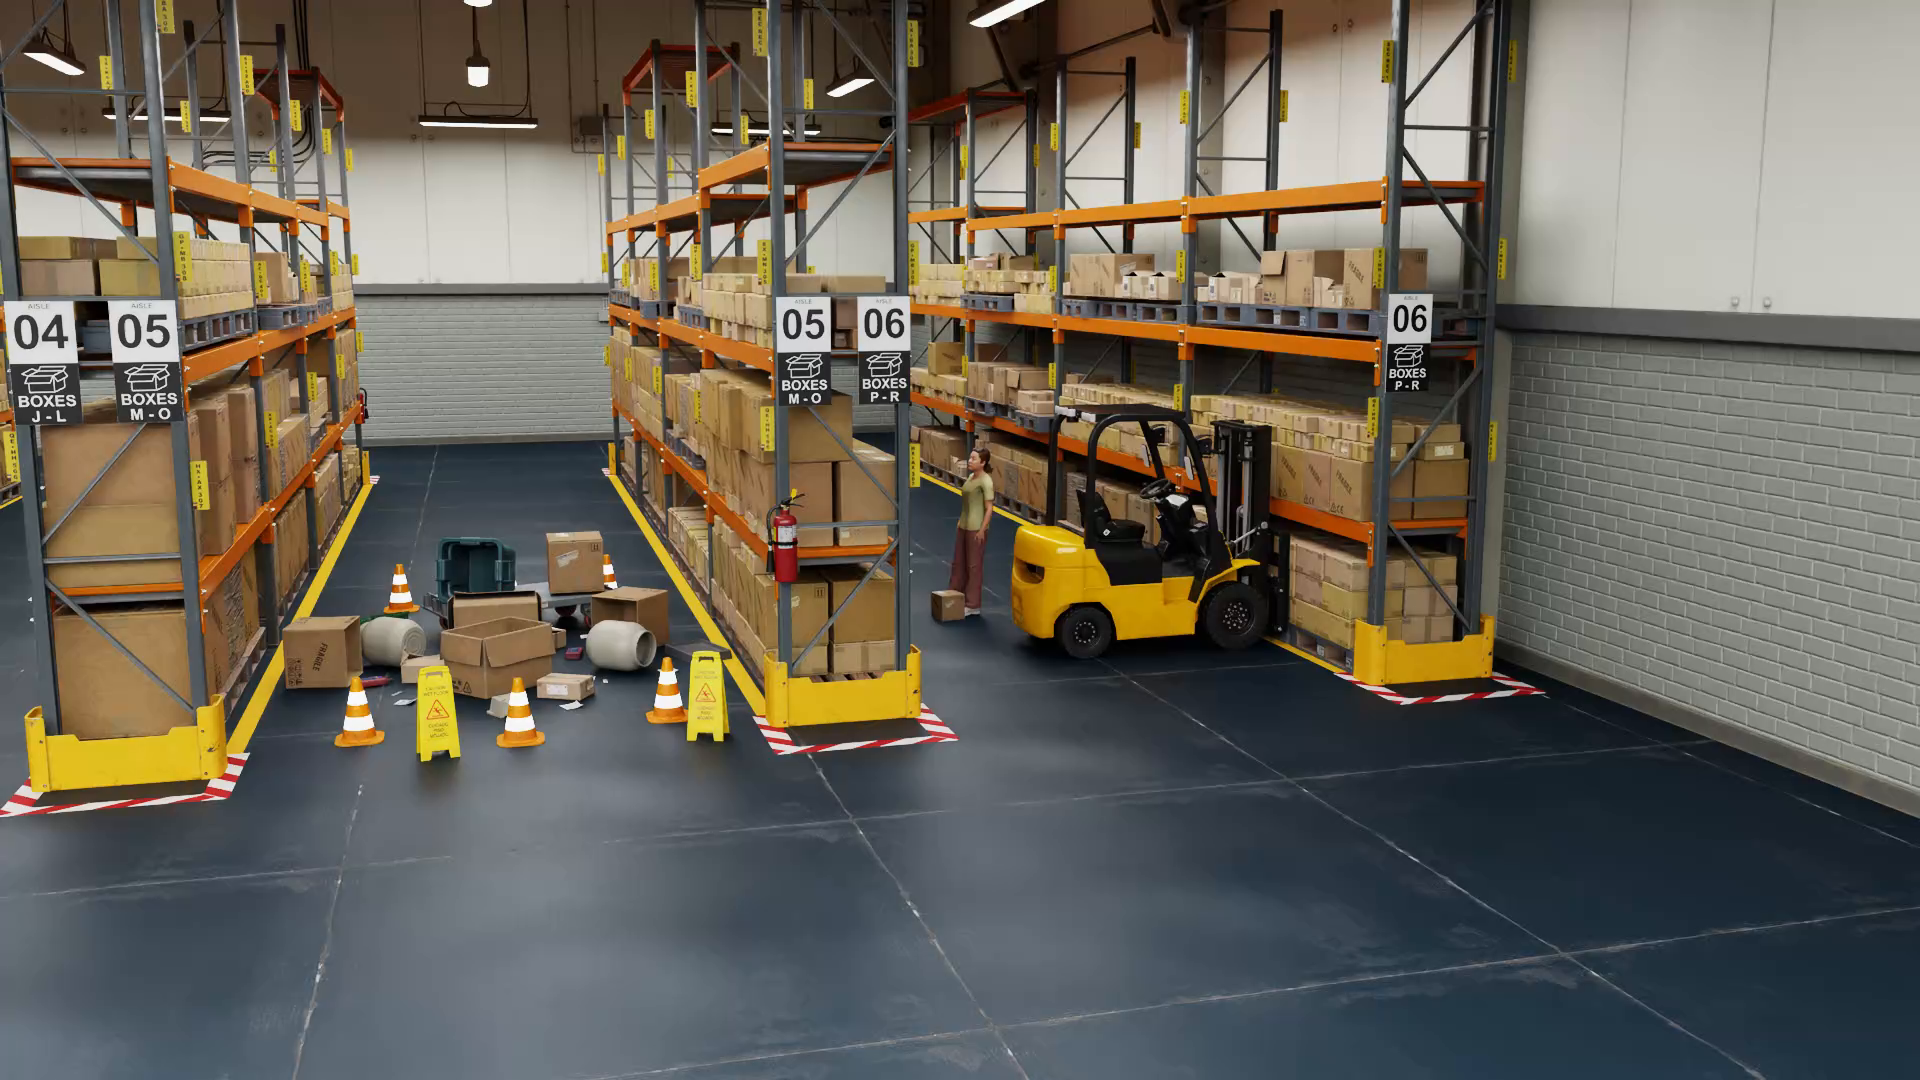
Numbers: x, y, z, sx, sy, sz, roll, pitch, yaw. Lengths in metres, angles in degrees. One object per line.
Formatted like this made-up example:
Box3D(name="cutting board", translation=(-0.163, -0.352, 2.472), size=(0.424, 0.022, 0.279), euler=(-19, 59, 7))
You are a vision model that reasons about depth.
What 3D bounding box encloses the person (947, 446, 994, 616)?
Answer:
Box3D(name="person", translation=(0.065, -0.087, 16.356), size=(0.549, 1.675, 0.553), euler=(-4, 10, -24))
